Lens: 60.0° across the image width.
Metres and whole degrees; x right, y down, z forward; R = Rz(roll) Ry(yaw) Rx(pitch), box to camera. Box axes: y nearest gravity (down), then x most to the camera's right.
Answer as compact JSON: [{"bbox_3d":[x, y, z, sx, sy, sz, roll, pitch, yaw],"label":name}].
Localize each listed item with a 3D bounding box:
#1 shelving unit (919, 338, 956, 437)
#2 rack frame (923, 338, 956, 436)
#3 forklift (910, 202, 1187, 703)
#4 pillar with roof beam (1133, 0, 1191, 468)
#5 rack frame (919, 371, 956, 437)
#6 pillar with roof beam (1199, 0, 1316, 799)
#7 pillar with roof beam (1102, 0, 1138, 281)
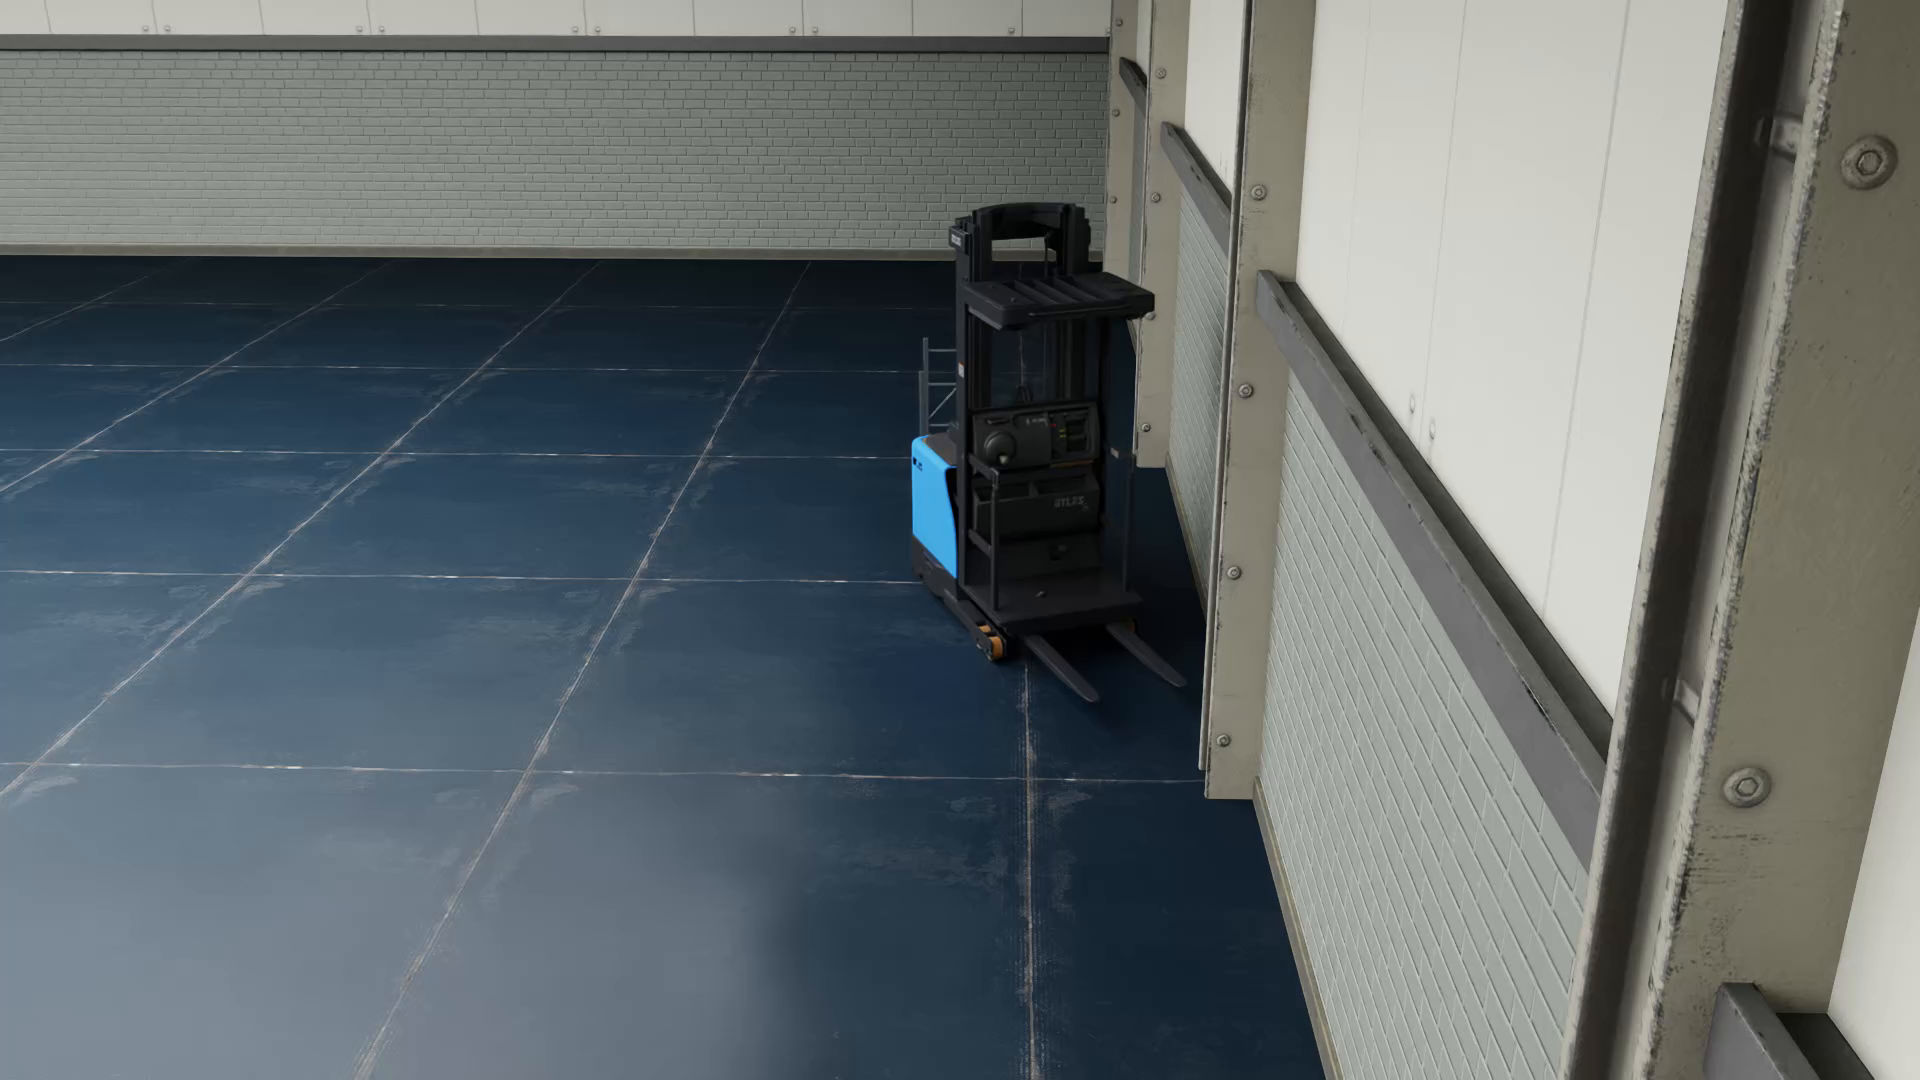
[{"bbox_3d":[-0.056,-0.771,13.444,0.587,1.500,1.083,0,21,1],"label":"shelving unit"},{"bbox_3d":[-0.051,-0.959,13.926,0.500,1.500,0.032,0,21,1],"label":"rack frame"},{"bbox_3d":[0.605,-0.710,11.306,1.130,2.935,3.031,-8,22,-19],"label":"forklift"},{"bbox_3d":[-2.534,-4.981,13.925,9.100,9.000,0.400,1,21,2],"label":"pillar with roof beam"},{"bbox_3d":[-0.061,-0.591,12.978,0.500,1.500,0.032,0,21,1],"label":"rack frame"},{"bbox_3d":[-2.716,-2.811,8.334,9.100,9.000,0.400,1,21,2],"label":"pillar with roof beam"},{"bbox_3d":[-2.351,-7.150,19.516,9.100,9.000,0.400,1,21,2],"label":"pillar with roof beam"}]
